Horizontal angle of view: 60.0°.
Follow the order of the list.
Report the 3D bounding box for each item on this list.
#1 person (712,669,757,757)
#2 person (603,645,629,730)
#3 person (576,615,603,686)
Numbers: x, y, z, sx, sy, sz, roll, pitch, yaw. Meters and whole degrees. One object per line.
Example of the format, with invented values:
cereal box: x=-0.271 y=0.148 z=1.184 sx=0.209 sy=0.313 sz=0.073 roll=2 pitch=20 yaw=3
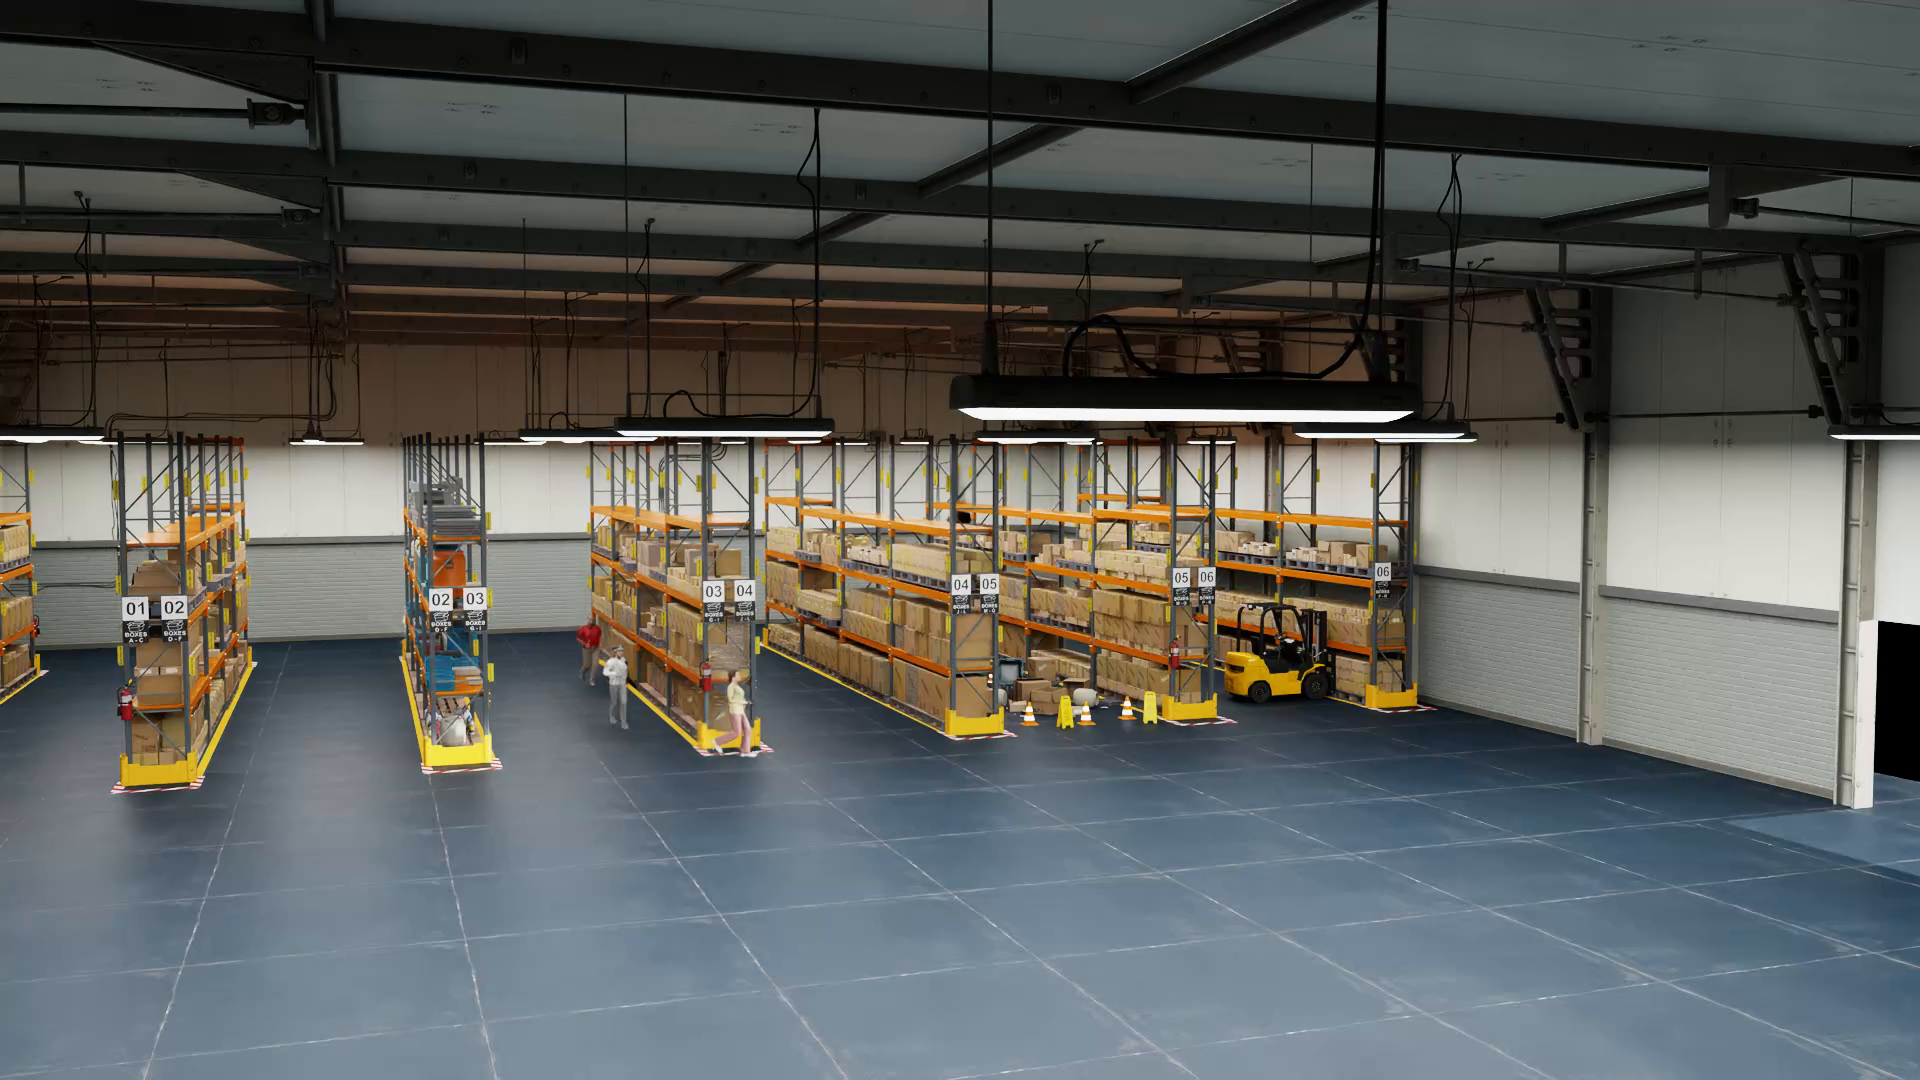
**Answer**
person: x=-4.165 y=3.200 z=30.702 sx=0.822 sy=1.641 sz=0.589 roll=0 pitch=3 yaw=5
person: x=-7.024 y=2.992 z=34.002 sx=0.588 sy=1.732 sz=0.848 roll=-2 pitch=4 yaw=-32
person: x=-8.914 y=2.657 z=40.102 sx=0.658 sy=1.683 sz=0.680 roll=-2 pitch=4 yaw=-31
